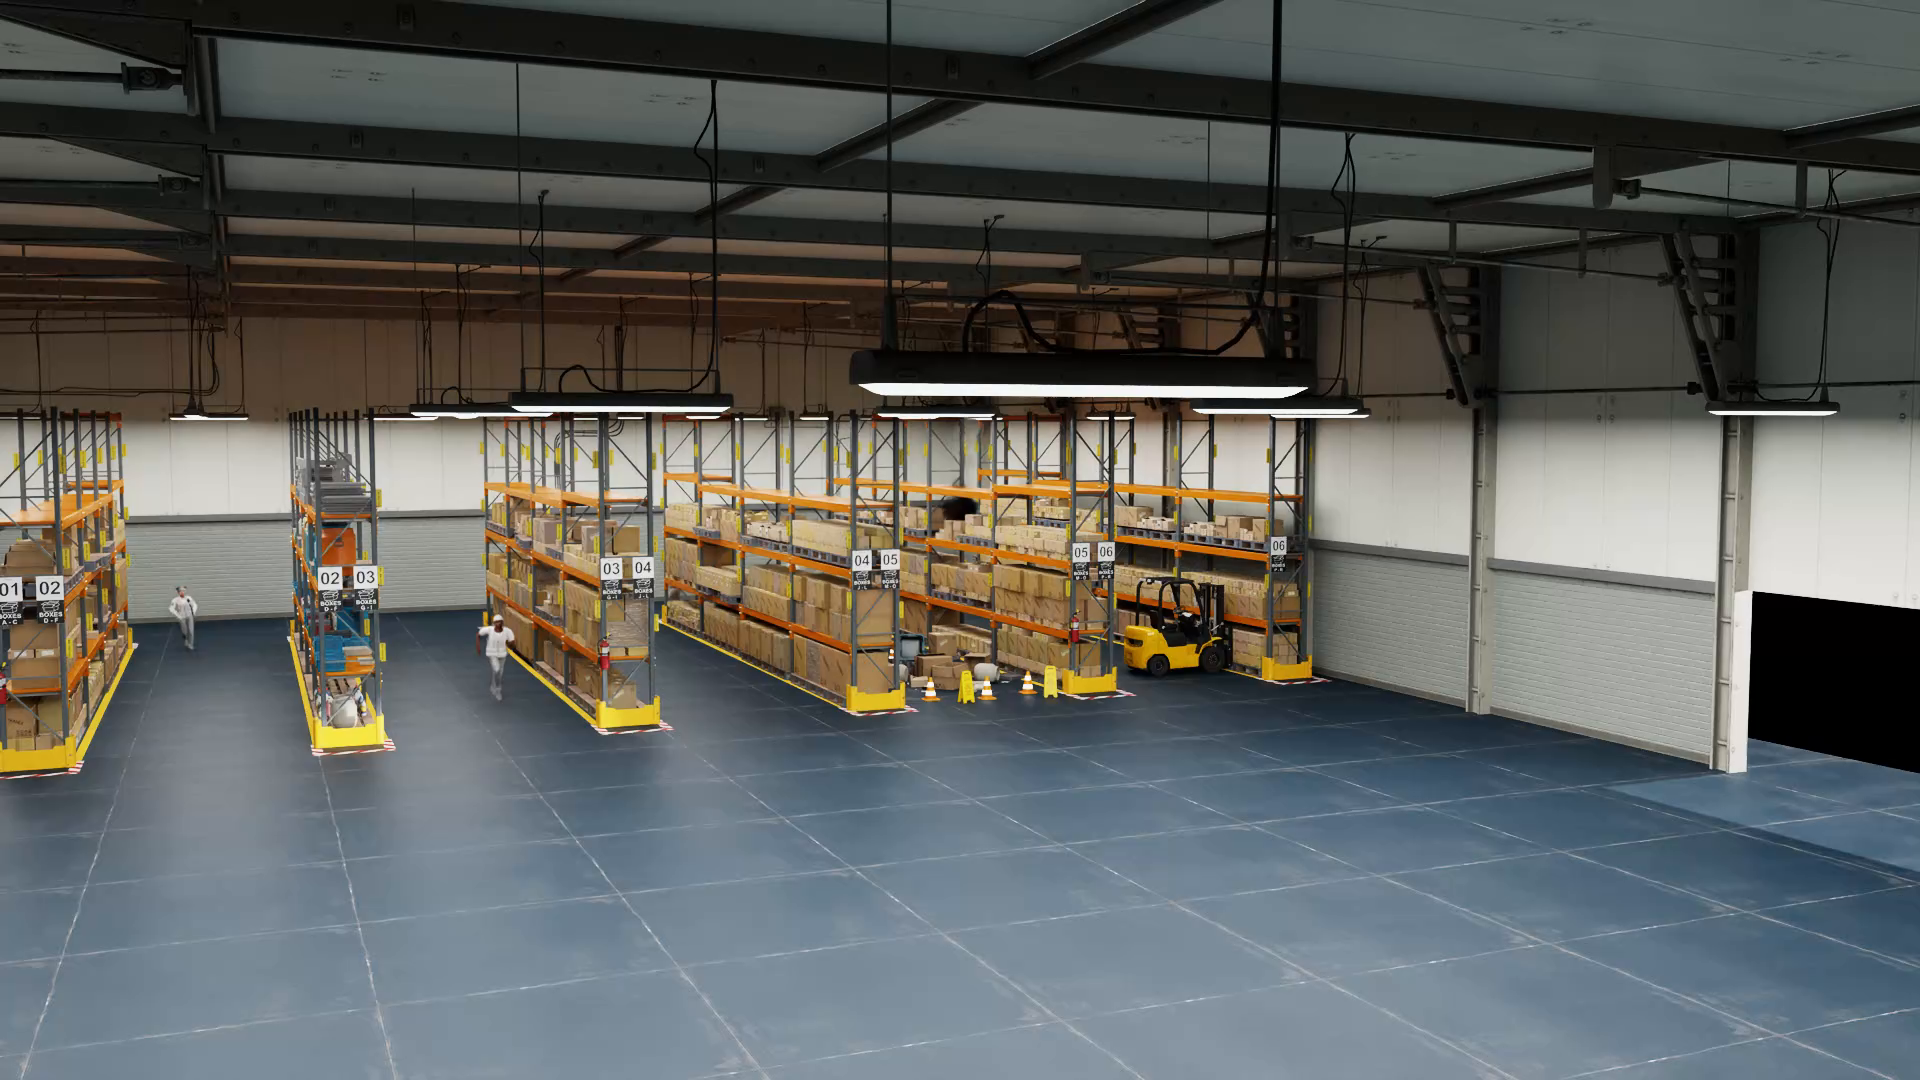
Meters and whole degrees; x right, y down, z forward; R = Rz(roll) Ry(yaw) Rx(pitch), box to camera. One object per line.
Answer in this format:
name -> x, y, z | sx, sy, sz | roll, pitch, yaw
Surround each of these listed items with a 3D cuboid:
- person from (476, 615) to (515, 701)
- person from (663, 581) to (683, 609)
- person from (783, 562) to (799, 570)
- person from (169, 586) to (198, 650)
person -> -9.629, 2.432, 34.554 | 0.729, 1.785, 0.835 | -2, 5, -29
person -> -8.429, 1.468, 49.317 | 0.750, 1.720, 0.813 | -1, 4, -12
person -> -5.211, 1.299, 50.319 | 0.973, 1.783, 0.662 | -2, 5, -32
person -> -19.641, 1.960, 42.102 | 0.655, 1.641, 0.602 | -3, 5, -37
